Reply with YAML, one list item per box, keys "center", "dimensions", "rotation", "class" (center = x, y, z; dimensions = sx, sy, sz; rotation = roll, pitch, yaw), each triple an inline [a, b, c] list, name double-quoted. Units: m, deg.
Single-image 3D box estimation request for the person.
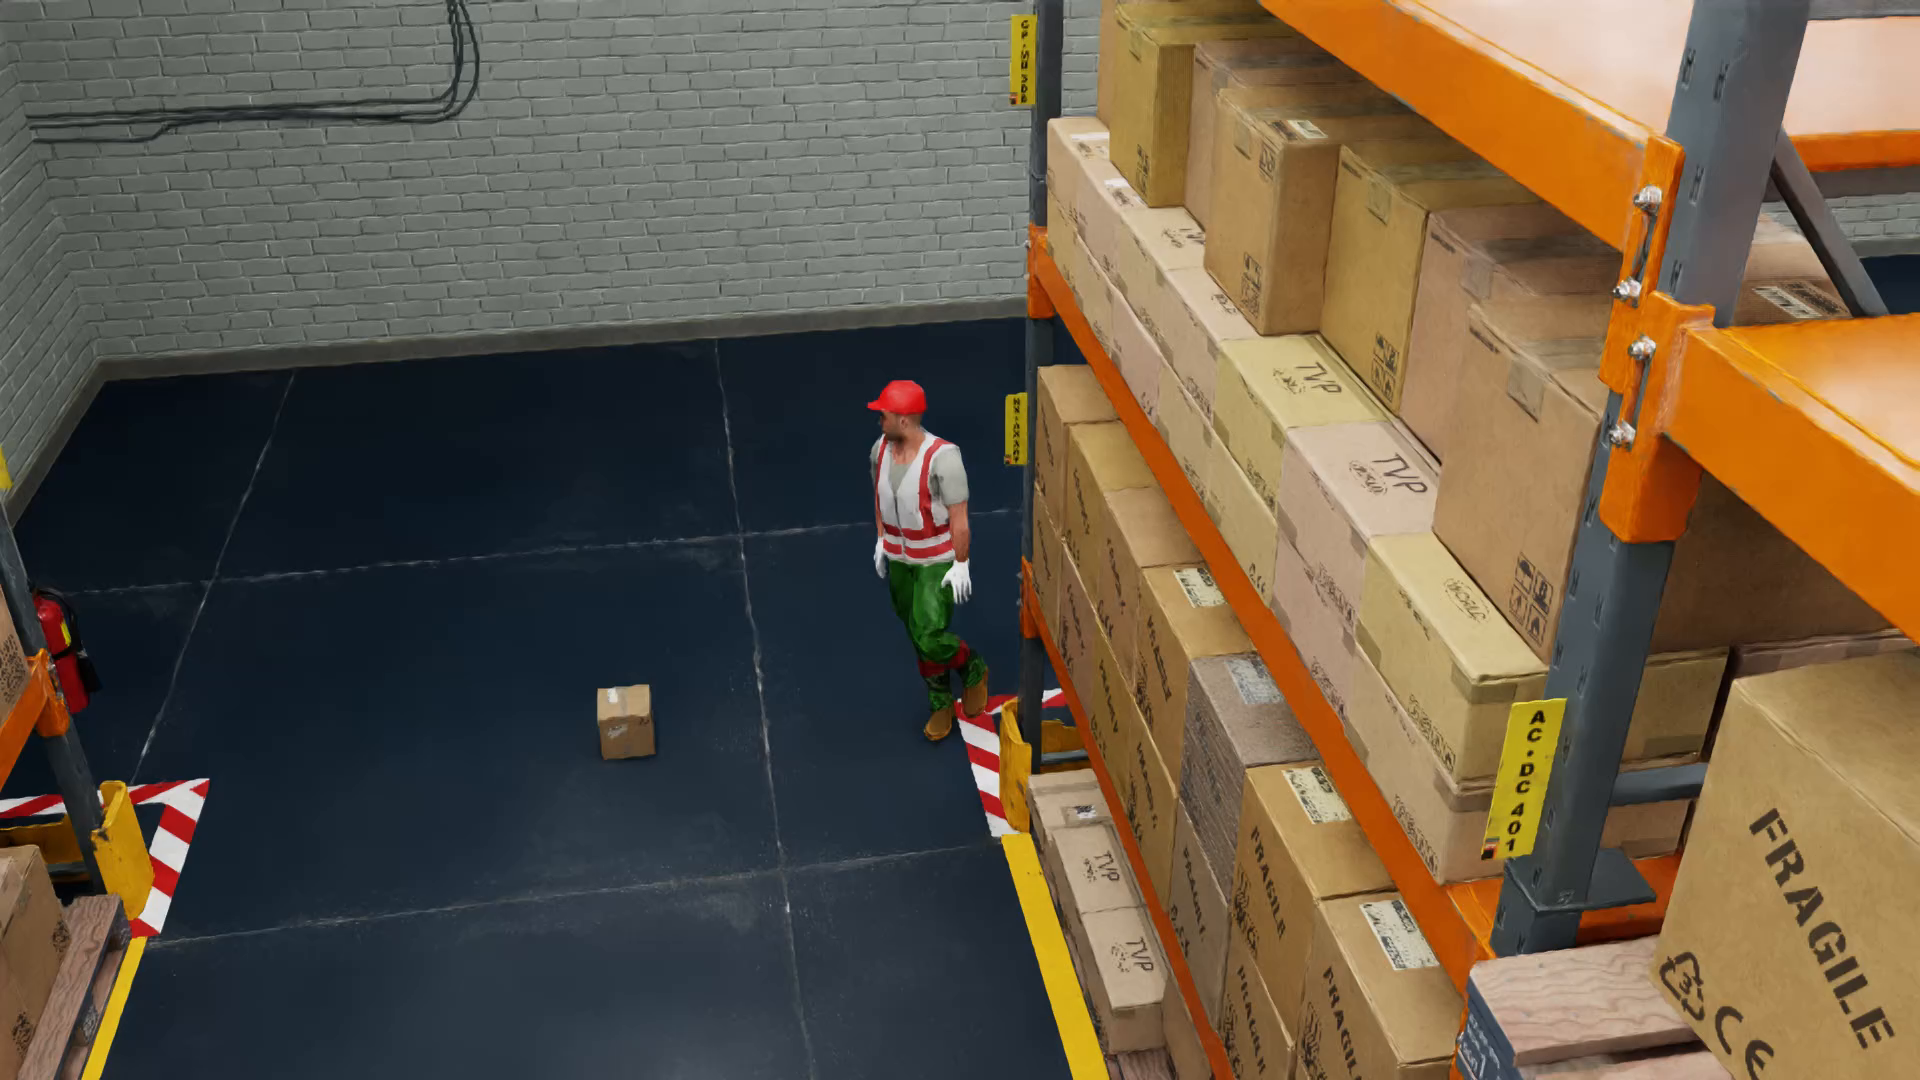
- center: [-0.197, 0.113, 7.924]
  dimensions: [0.681, 1.771, 0.465]
  rotation: [18, 35, 28]
  class: "person"
